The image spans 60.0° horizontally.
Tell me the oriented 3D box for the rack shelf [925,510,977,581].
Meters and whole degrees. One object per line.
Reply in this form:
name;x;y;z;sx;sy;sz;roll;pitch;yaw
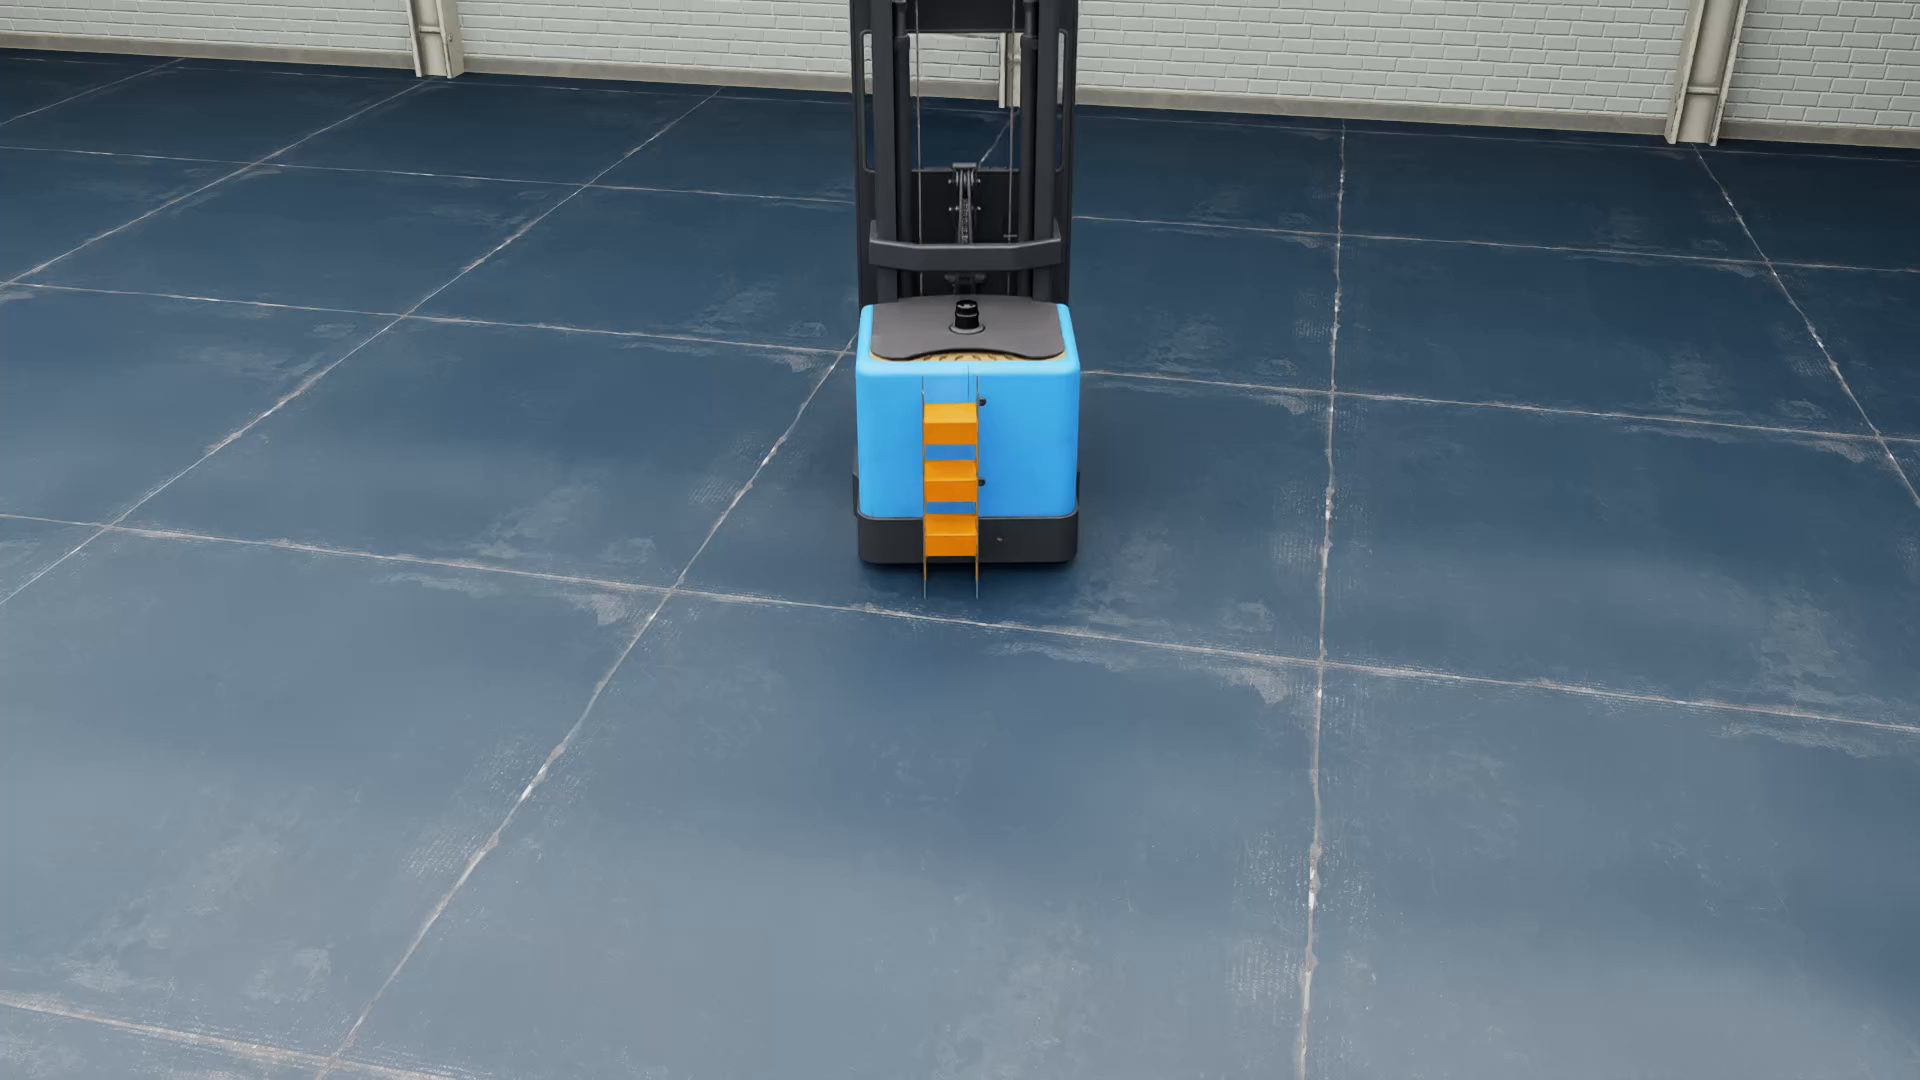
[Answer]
rack shelf;-0.043;0.025;7.712;0.240;0.259;0.215;0;29;-1

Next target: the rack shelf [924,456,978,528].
rack shelf;-0.043;-0.219;7.579;0.240;0.259;0.215;0;29;-1

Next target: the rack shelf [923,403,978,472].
rack shelf;-0.043;-0.468;7.442;0.240;0.259;0.215;0;29;-1

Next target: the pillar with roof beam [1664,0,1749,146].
pillar with roof beam;5.559;-5.465;8.862;0.400;9.000;9.100;6;29;11

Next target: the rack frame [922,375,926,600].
rack frame;-0.165;-0.227;7.572;0.008;1.050;0.200;0;29;-1

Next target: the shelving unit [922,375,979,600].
shelving unit;-0.043;-0.228;7.573;0.252;1.050;0.215;0;29;-1

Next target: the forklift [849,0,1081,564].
forklift;0.014;-1.841;8.560;1.130;2.935;3.031;0;29;-1

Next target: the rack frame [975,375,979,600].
rack frame;0.079;-0.229;7.575;0.008;1.050;0.200;0;29;-1

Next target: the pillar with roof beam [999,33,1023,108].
pillar with roof beam;-0.308;-6.067;9.961;0.400;9.000;9.100;6;29;11

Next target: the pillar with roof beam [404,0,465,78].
pillar with roof beam;-6.176;-6.669;11.060;0.400;9.000;9.100;6;29;11
